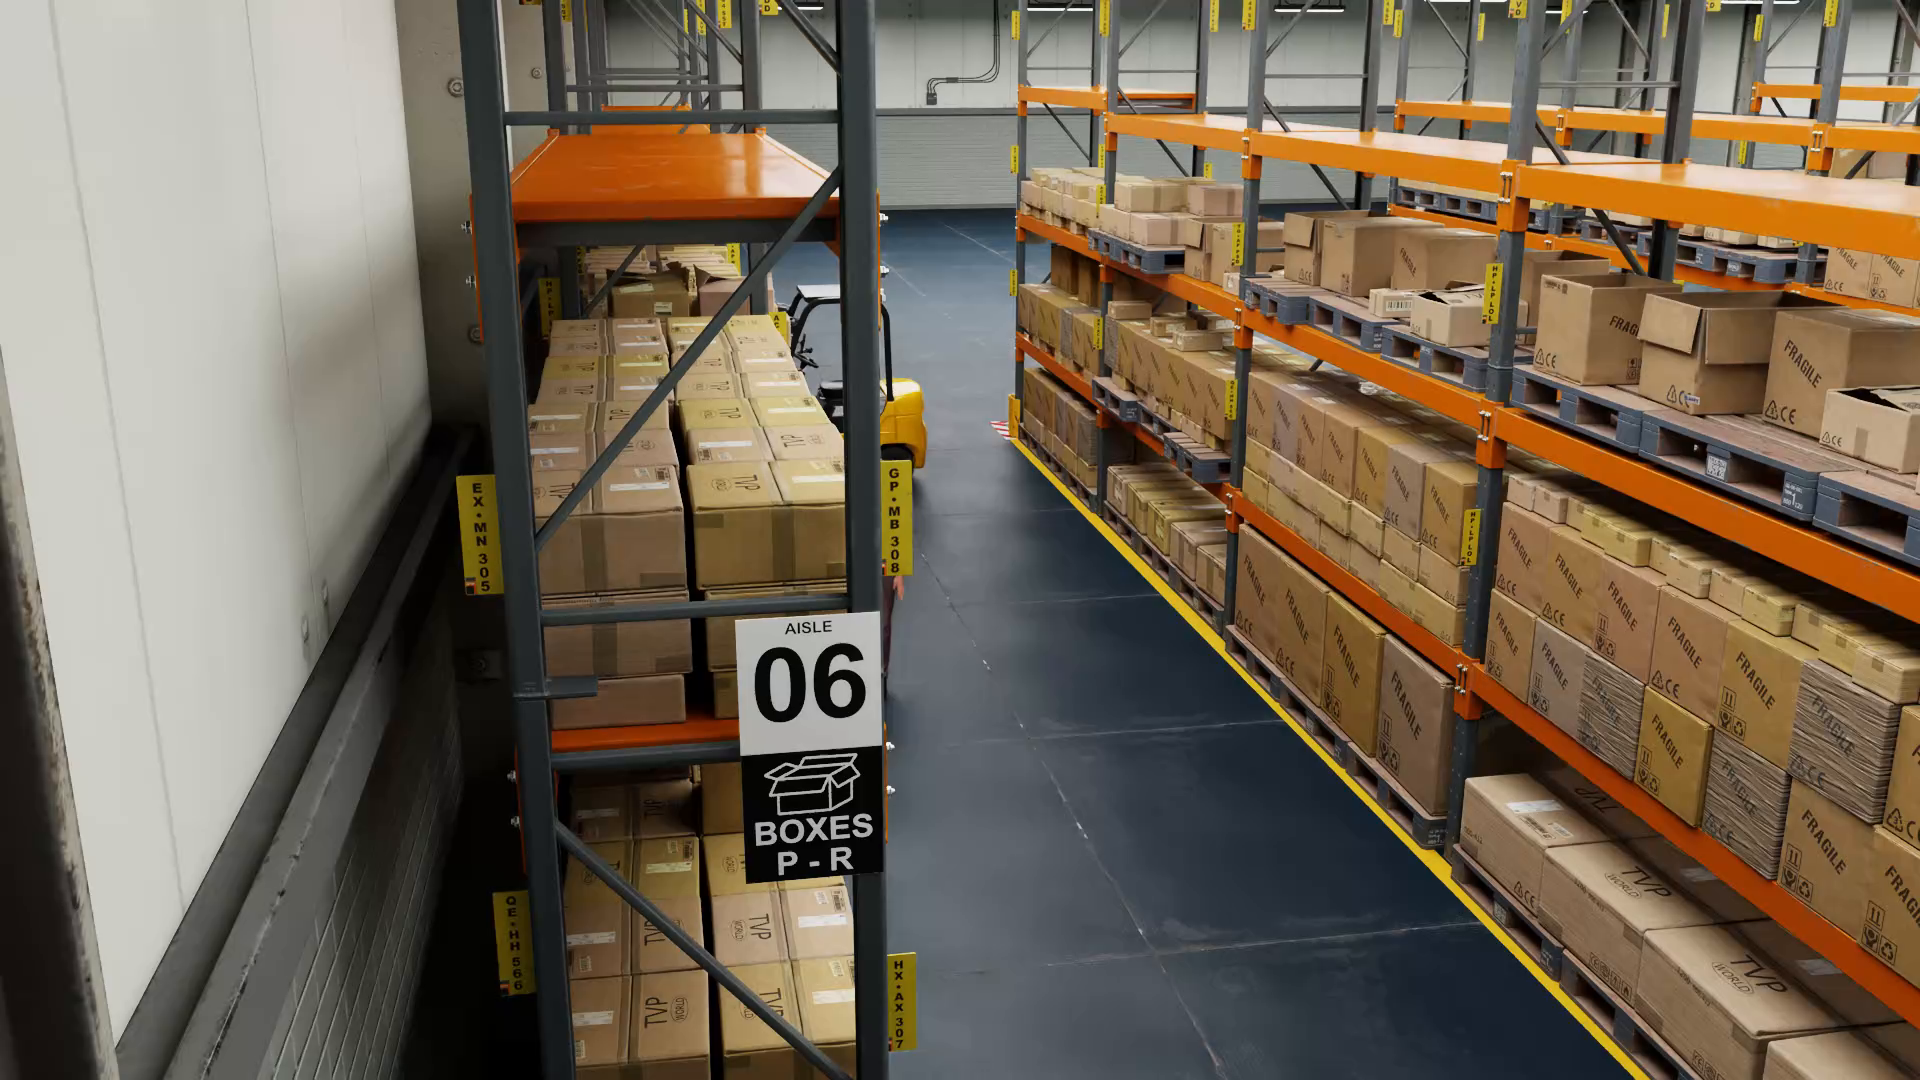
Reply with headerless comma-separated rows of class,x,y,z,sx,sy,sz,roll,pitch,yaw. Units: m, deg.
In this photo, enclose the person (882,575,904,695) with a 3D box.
person,-0.692,0.277,12.601,0.554,1.709,0.662,2,16,6
